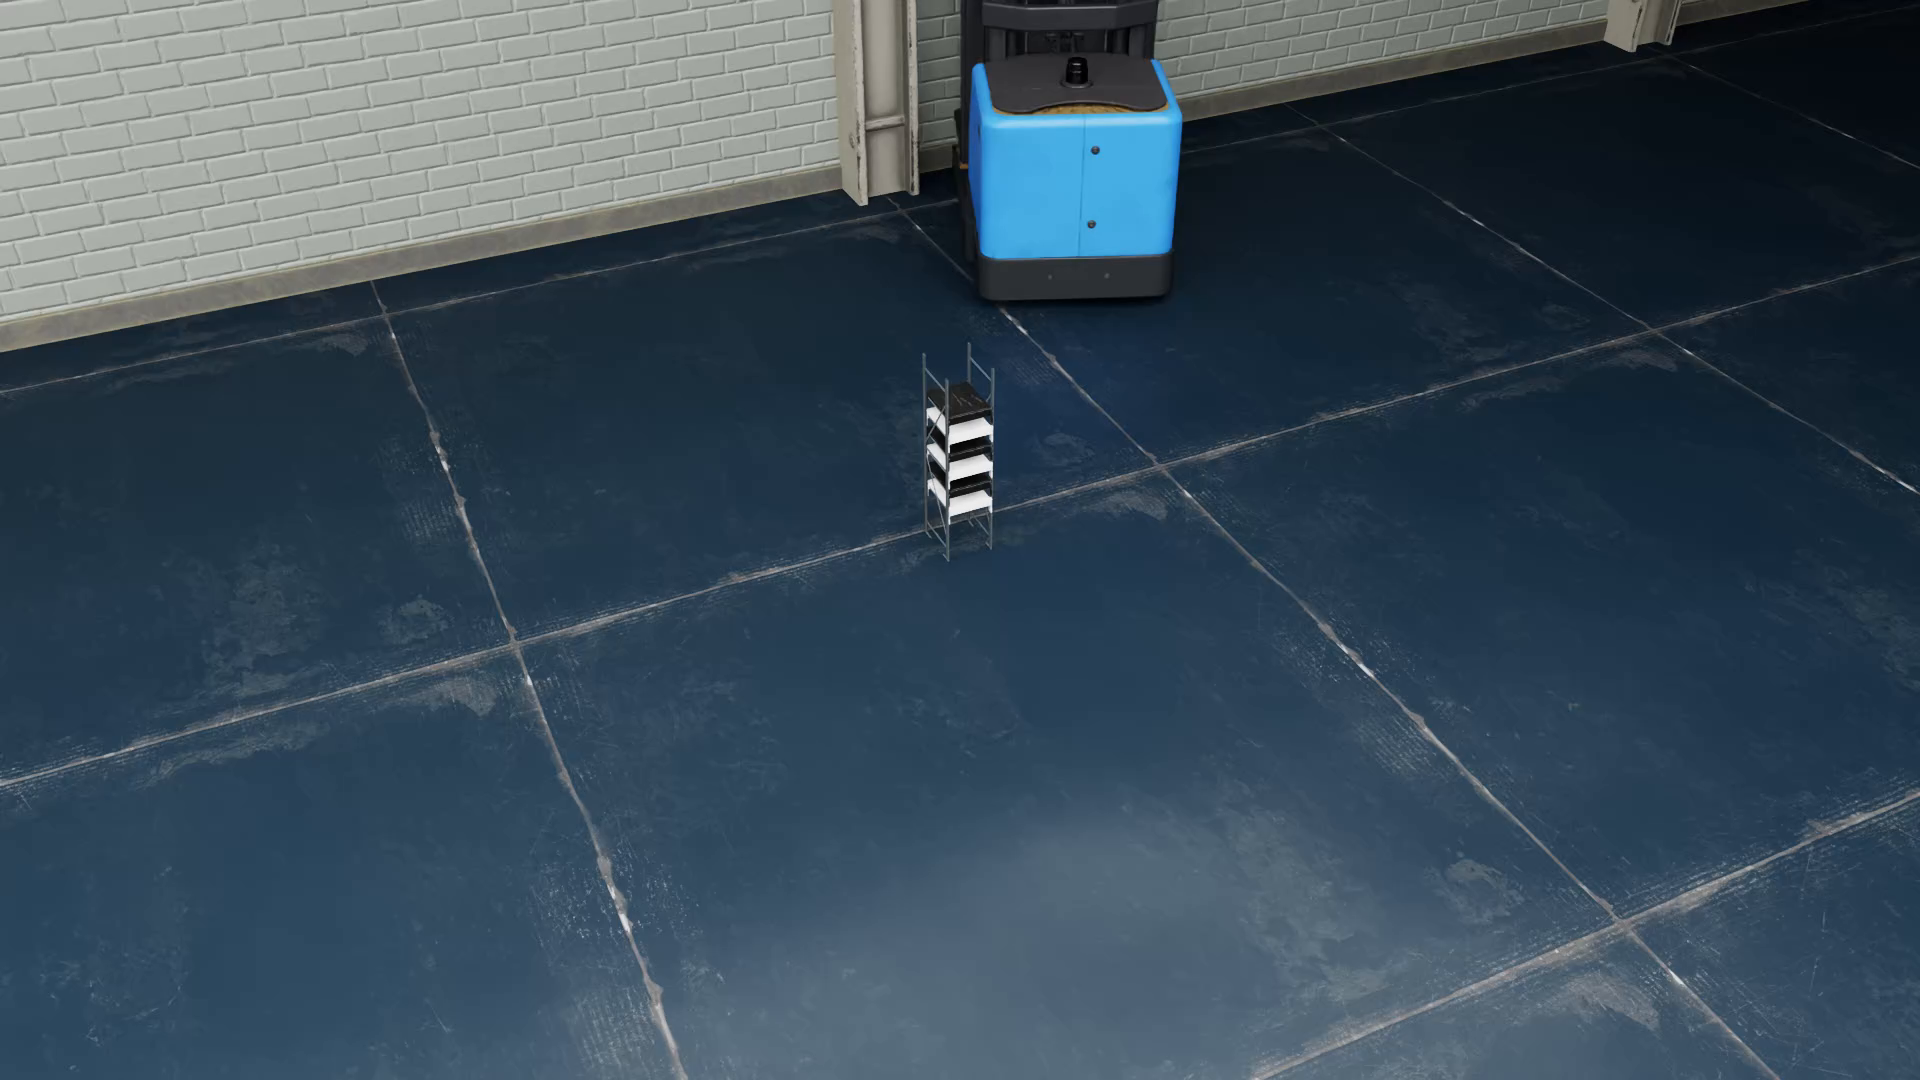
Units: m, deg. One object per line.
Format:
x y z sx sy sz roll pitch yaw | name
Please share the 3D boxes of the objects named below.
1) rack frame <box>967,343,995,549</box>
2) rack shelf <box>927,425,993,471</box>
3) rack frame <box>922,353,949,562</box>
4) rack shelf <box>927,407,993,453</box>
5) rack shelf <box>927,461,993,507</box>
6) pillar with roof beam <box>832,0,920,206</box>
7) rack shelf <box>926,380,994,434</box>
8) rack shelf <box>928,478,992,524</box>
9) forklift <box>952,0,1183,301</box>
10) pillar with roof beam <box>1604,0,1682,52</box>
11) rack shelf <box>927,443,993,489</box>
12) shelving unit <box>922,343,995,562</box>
0.085 -0.385 7.014 0.006 0.900 0.240 -16 39 -20 | rack frame
-0.007 -0.405 6.945 0.200 0.077 0.258 -16 39 -20 | rack shelf
-0.099 -0.334 6.944 0.006 0.900 0.240 -16 39 -20 | rack frame
-0.007 -0.477 6.892 0.200 0.077 0.258 -16 39 -20 | rack shelf
-0.007 -0.260 7.053 0.200 0.077 0.258 -16 39 -20 | rack shelf
1.344 -3.423 4.312 0.400 9.000 9.100 -16 39 -20 | pillar with roof beam
-0.007 -0.549 6.838 0.200 0.077 0.258 -16 39 -20 | rack shelf
-0.007 -0.188 7.106 0.200 0.077 0.258 -16 39 -20 | rack shelf
0.530 -3.307 9.248 1.130 2.935 3.031 -2 37 -3 | forklift
6.776 -4.942 6.359 0.400 9.000 9.100 -16 39 -20 | pillar with roof beam
-0.007 -0.333 6.999 0.200 0.077 0.258 -16 39 -20 | rack shelf
-0.007 -0.359 6.979 0.210 0.900 0.258 -16 39 -20 | shelving unit
